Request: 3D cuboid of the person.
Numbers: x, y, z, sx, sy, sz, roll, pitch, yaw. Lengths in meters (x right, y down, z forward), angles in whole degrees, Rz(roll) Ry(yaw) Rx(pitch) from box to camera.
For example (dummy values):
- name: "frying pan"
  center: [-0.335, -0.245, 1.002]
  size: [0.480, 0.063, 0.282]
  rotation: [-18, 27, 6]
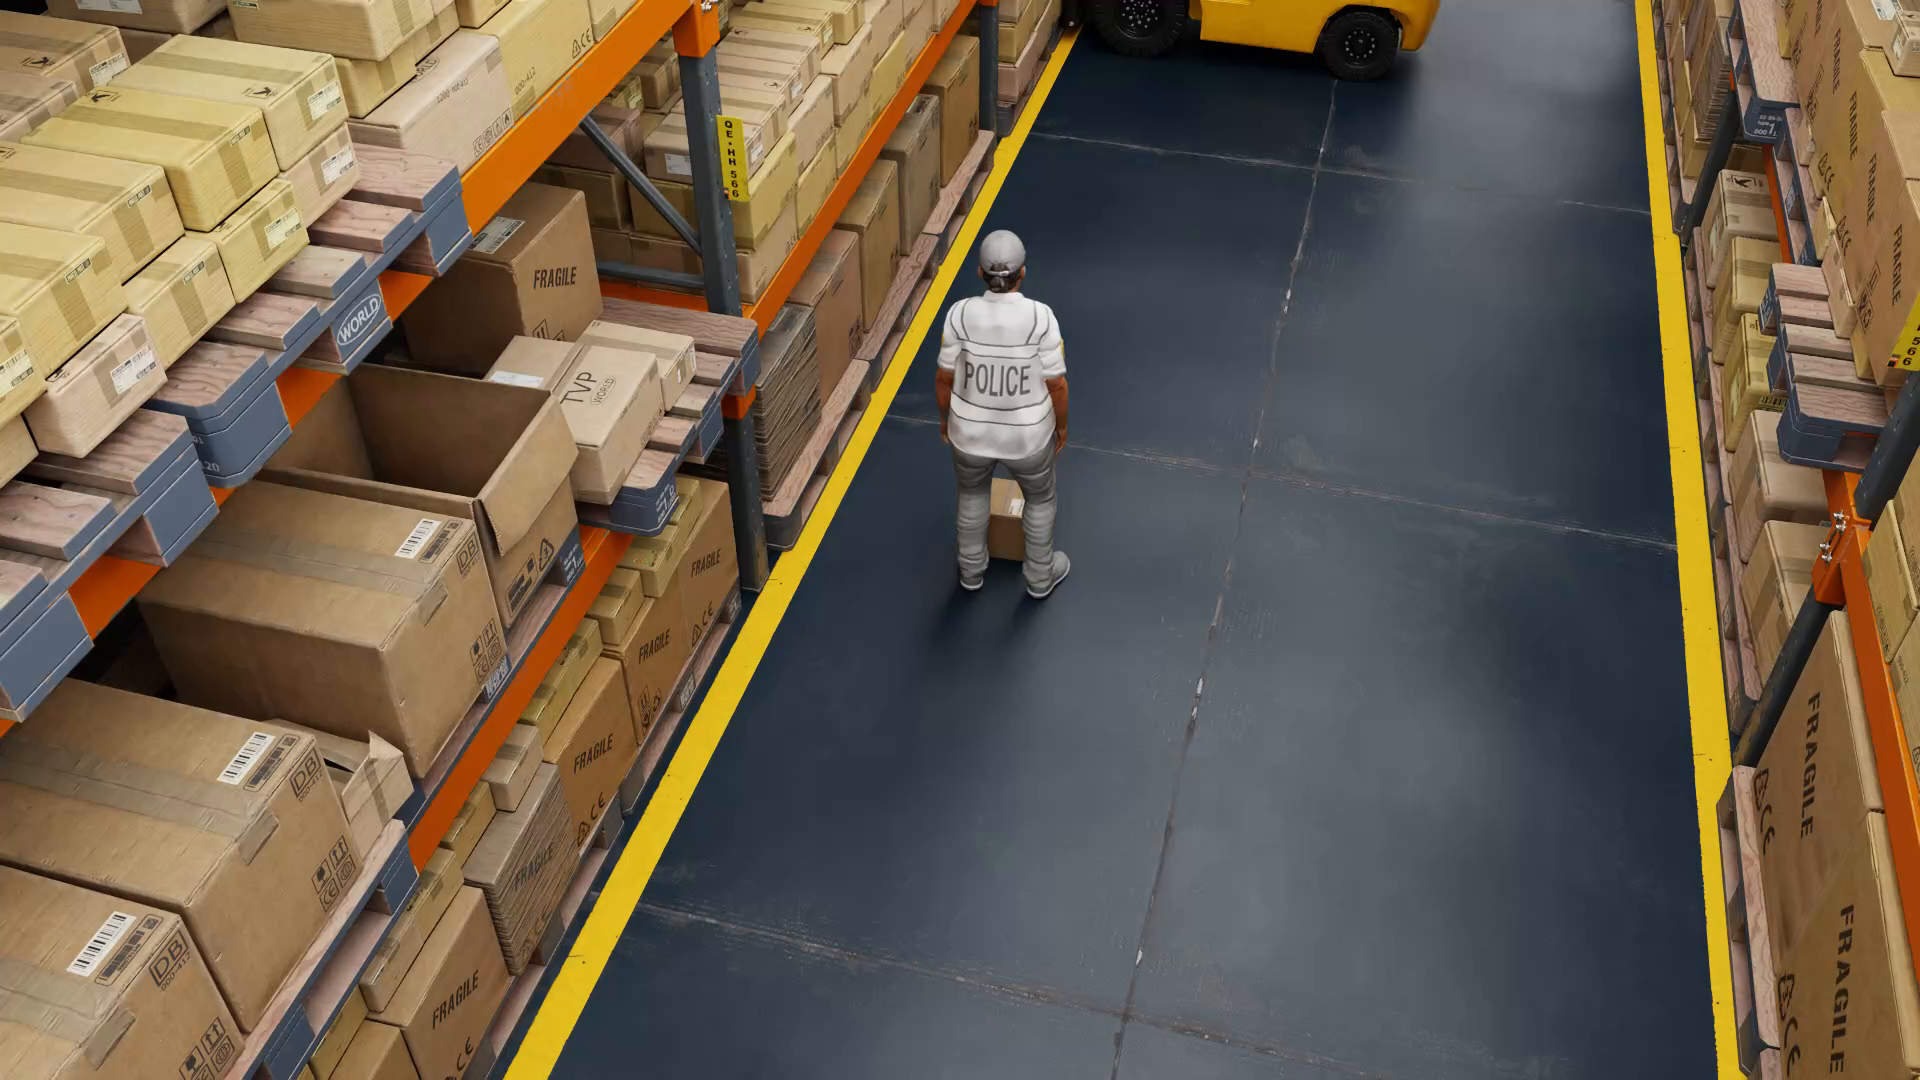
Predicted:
- name: "person"
  center: [0.188, -0.469, 6.689]
  size: [0.560, 1.665, 0.468]
  rotation: [6, 42, 7]
